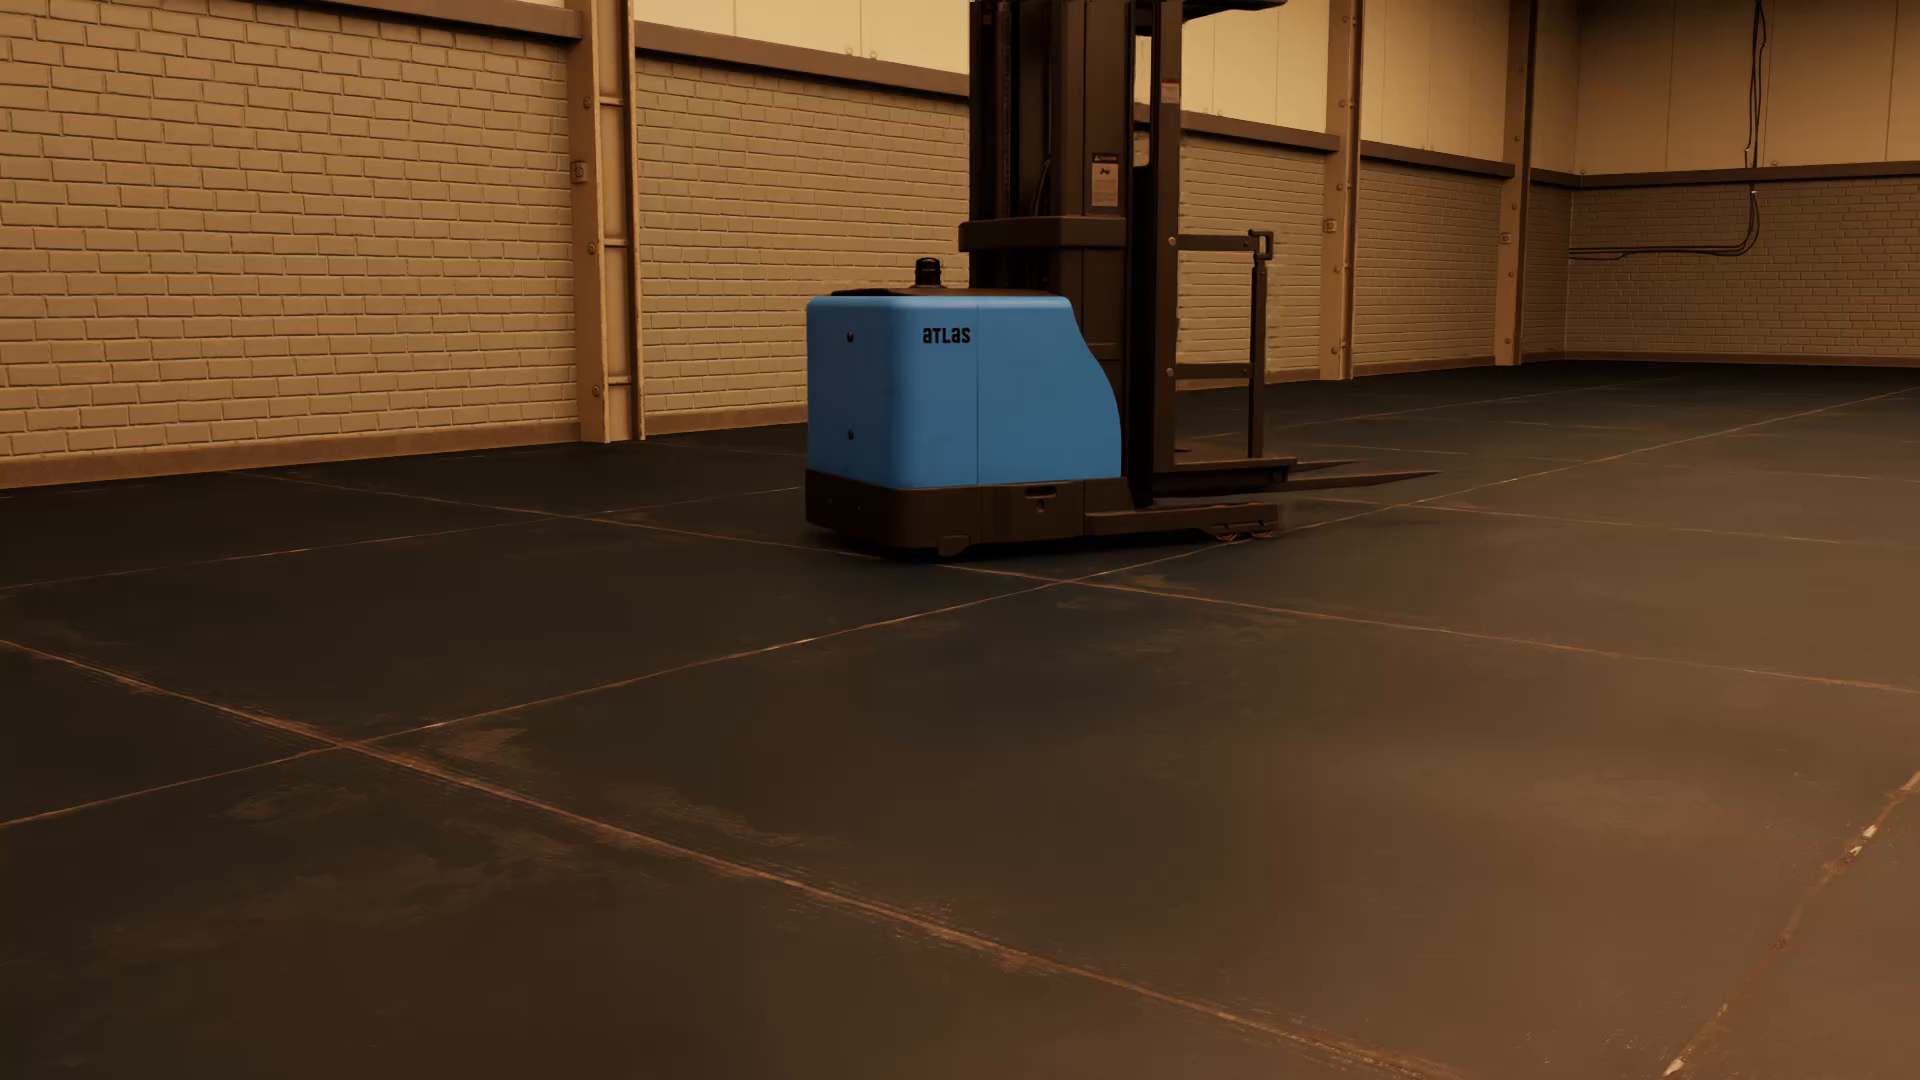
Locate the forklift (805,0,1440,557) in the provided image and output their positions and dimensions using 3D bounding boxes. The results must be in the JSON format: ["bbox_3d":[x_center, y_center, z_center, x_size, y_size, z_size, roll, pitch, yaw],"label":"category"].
[{"bbox_3d":[0.855,-1.506,7.574,3.031,2.935,1.130,-4,9,-27],"label":"forklift"}]
